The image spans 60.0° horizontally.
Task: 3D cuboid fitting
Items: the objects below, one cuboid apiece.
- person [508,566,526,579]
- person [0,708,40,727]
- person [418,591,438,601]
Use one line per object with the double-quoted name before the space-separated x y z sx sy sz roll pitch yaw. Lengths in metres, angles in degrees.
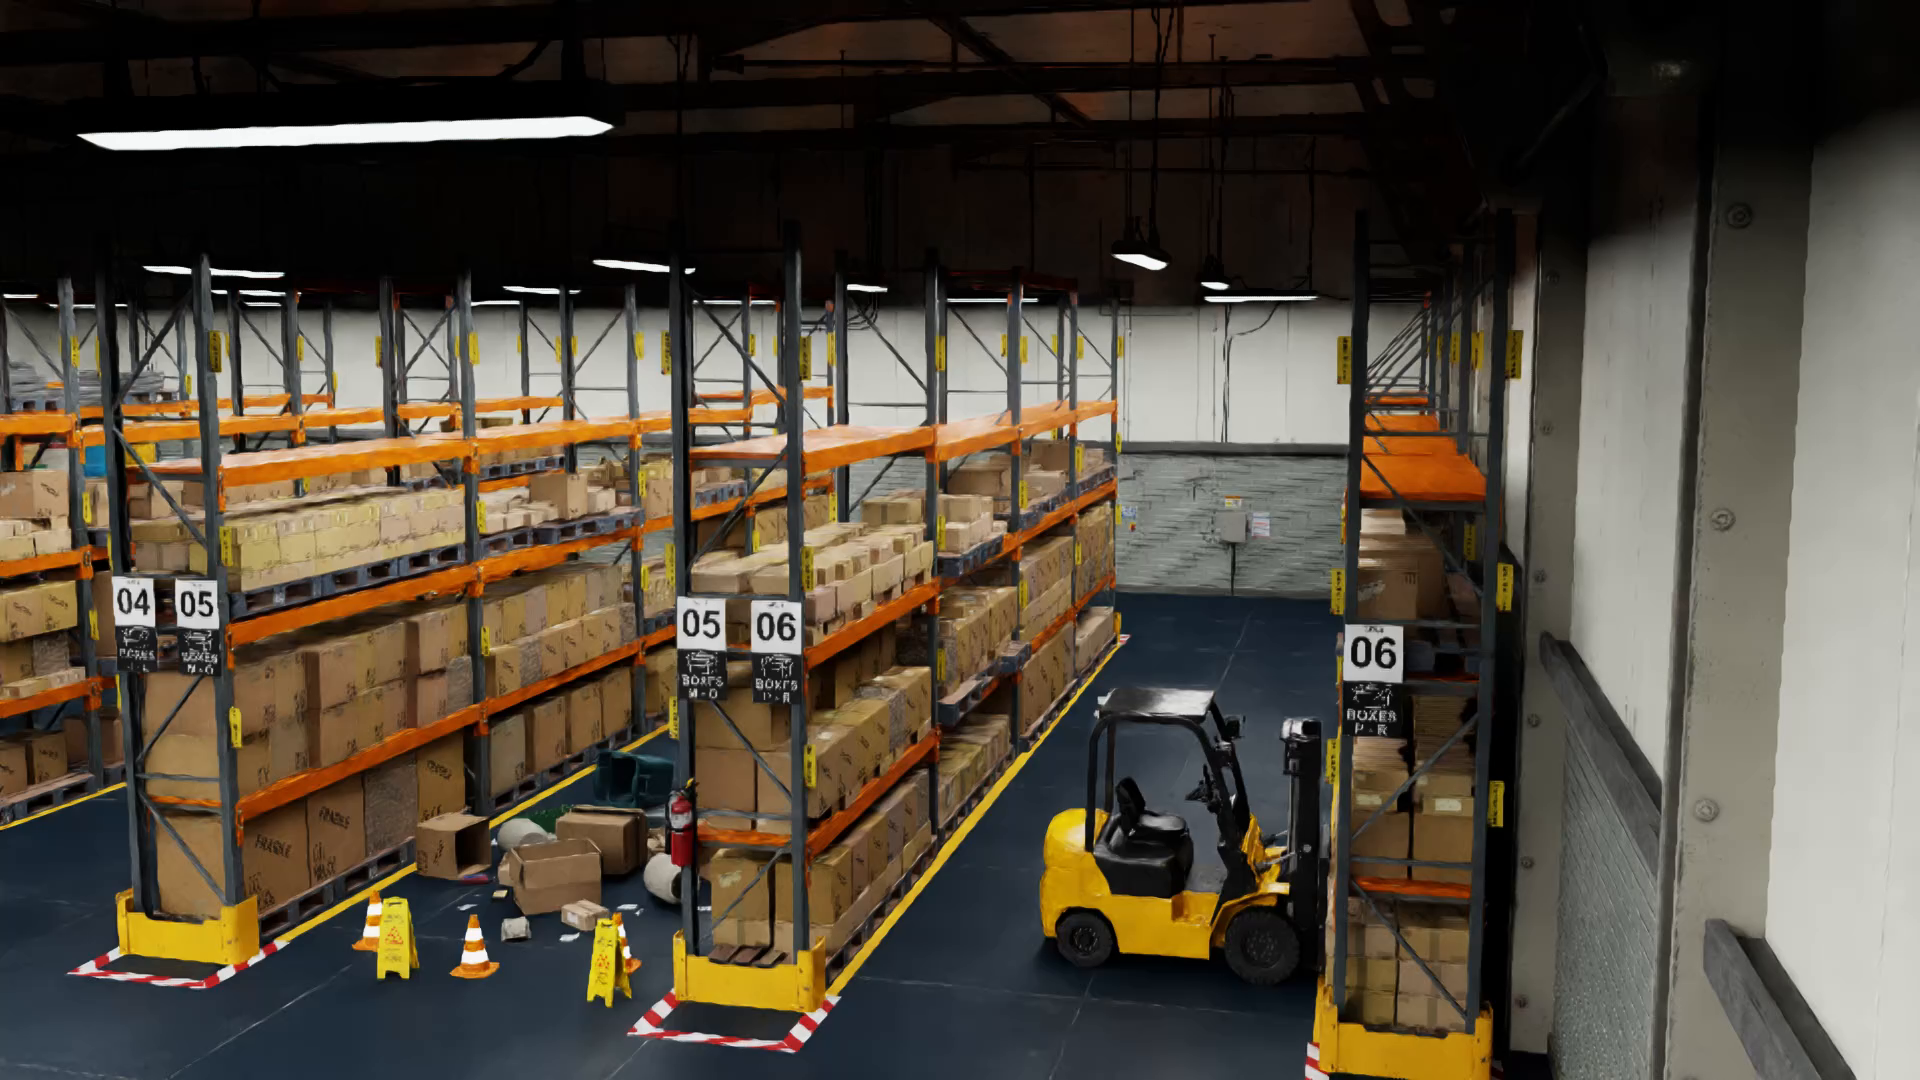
"person" -6.880 1.106 26.322 0.553 1.620 0.861 1 7 12
"person" -12.761 1.662 22.239 0.447 1.574 1.088 2 7 16
"person" -7.548 1.435 23.457 0.401 1.596 0.502 -1 7 -8
